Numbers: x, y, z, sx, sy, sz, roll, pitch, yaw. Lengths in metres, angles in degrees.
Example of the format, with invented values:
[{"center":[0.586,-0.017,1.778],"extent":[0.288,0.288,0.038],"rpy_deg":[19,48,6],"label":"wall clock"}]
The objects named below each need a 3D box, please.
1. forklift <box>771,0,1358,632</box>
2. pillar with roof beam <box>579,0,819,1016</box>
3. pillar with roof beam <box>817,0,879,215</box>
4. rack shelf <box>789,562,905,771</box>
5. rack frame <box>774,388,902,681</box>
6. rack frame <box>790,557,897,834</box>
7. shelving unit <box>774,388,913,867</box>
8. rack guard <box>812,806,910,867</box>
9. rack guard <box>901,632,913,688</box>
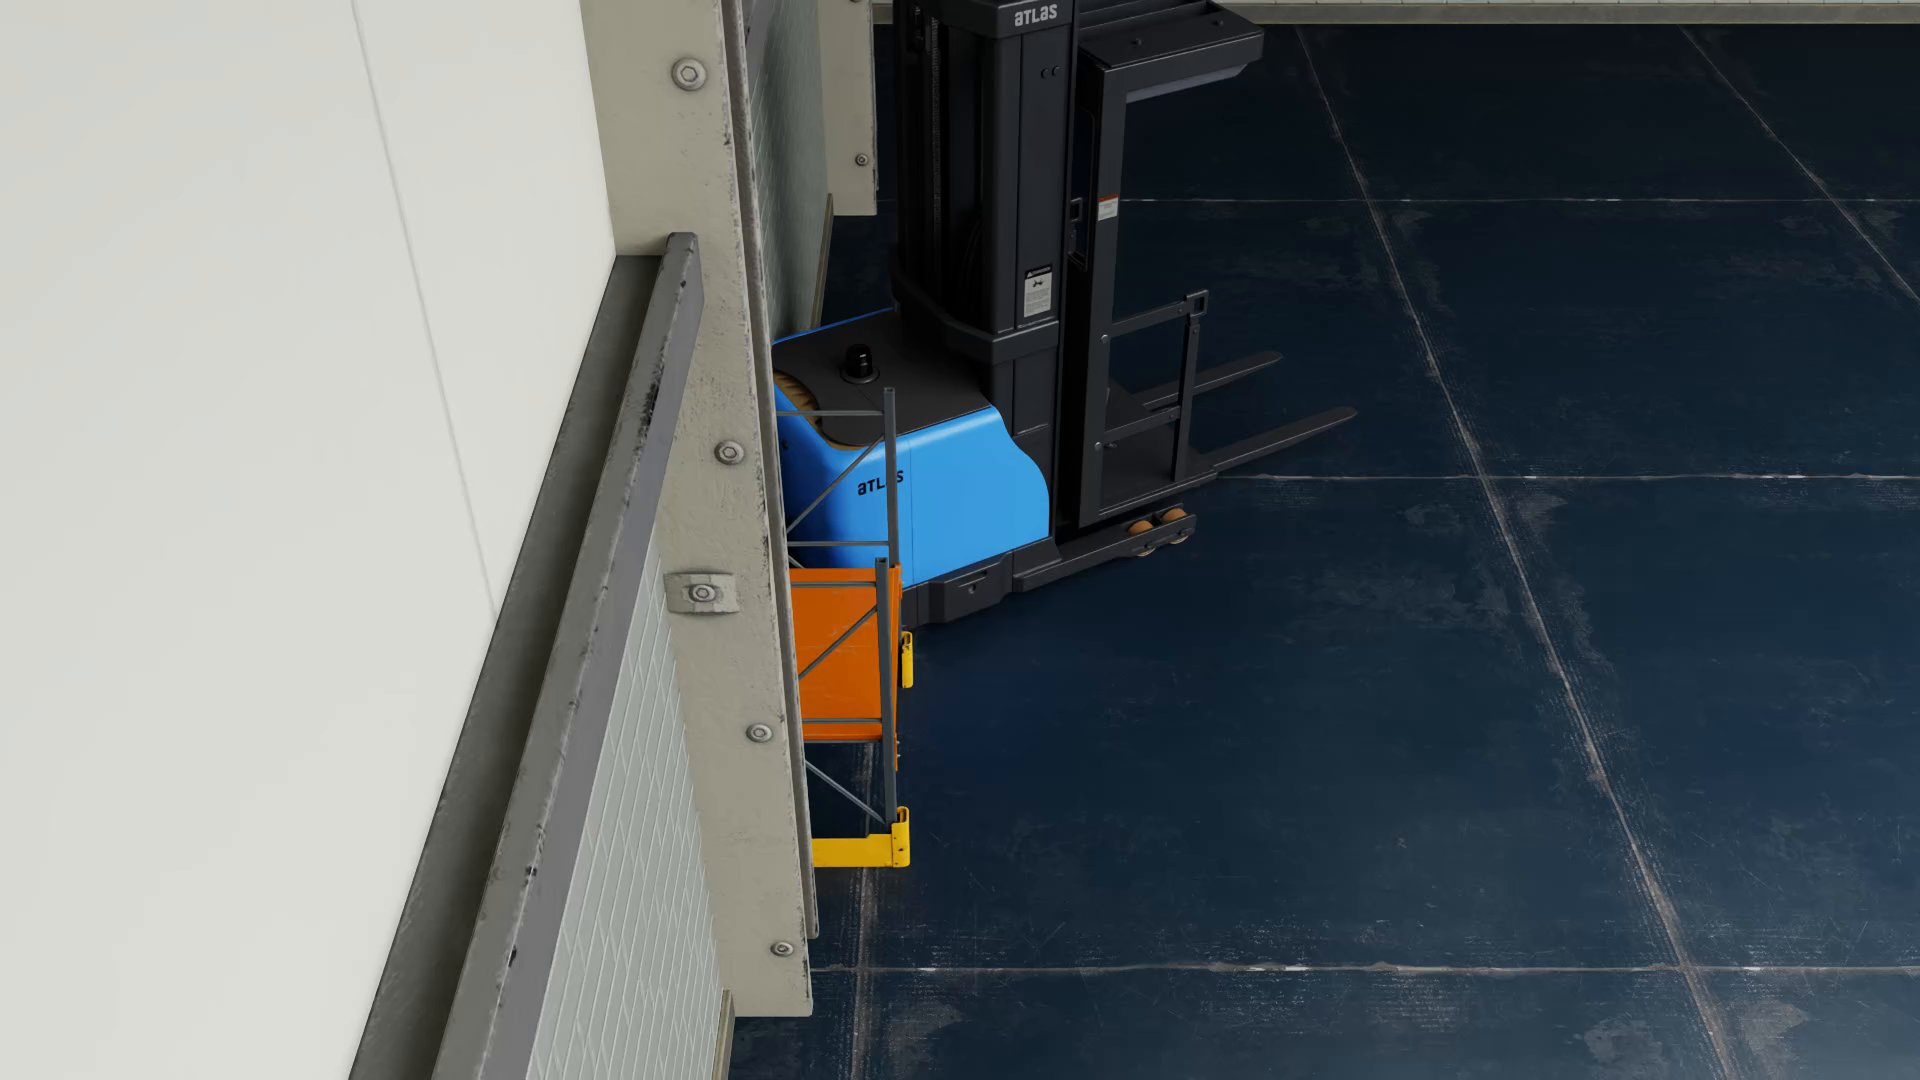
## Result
[{"center":[0.542,-1.335,7.318],"extent":[3.031,2.935,1.130],"rpy_deg":[-19,43,-23],"label":"forklift"},{"center":[3.625,-1.952,3.236],"extent":[9.100,9.000,0.400],"rpy_deg":[0,39,0],"label":"pillar with roof beam"},{"center":[3.618,-5.704,7.918],"extent":[9.100,9.000,0.400],"rpy_deg":[0,39,0],"label":"pillar with roof beam"},{"center":[-0.494,0.476,6.490],"extent":[0.538,0.185,1.000],"rpy_deg":[0,39,0],"label":"rack shelf"},{"center":[-0.499,0.018,6.774],"extent":[0.500,1.500,0.032],"rpy_deg":[0,39,0],"label":"rack frame"},{"center":[-0.489,0.653,5.981],"extent":[0.500,1.500,0.032],"rpy_deg":[0,39,0],"label":"rack frame"},{"center":[-0.494,0.341,6.371],"extent":[0.587,1.500,1.083],"rpy_deg":[0,39,0],"label":"shelving unit"},{"center":[-0.489,1.140,6.373],"extent":[0.587,0.250,0.087],"rpy_deg":[0,39,0],"label":"rack guard"},{"center":[-0.498,0.517,7.150],"extent":[0.587,0.250,0.087],"rpy_deg":[0,39,0],"label":"rack guard"}]
